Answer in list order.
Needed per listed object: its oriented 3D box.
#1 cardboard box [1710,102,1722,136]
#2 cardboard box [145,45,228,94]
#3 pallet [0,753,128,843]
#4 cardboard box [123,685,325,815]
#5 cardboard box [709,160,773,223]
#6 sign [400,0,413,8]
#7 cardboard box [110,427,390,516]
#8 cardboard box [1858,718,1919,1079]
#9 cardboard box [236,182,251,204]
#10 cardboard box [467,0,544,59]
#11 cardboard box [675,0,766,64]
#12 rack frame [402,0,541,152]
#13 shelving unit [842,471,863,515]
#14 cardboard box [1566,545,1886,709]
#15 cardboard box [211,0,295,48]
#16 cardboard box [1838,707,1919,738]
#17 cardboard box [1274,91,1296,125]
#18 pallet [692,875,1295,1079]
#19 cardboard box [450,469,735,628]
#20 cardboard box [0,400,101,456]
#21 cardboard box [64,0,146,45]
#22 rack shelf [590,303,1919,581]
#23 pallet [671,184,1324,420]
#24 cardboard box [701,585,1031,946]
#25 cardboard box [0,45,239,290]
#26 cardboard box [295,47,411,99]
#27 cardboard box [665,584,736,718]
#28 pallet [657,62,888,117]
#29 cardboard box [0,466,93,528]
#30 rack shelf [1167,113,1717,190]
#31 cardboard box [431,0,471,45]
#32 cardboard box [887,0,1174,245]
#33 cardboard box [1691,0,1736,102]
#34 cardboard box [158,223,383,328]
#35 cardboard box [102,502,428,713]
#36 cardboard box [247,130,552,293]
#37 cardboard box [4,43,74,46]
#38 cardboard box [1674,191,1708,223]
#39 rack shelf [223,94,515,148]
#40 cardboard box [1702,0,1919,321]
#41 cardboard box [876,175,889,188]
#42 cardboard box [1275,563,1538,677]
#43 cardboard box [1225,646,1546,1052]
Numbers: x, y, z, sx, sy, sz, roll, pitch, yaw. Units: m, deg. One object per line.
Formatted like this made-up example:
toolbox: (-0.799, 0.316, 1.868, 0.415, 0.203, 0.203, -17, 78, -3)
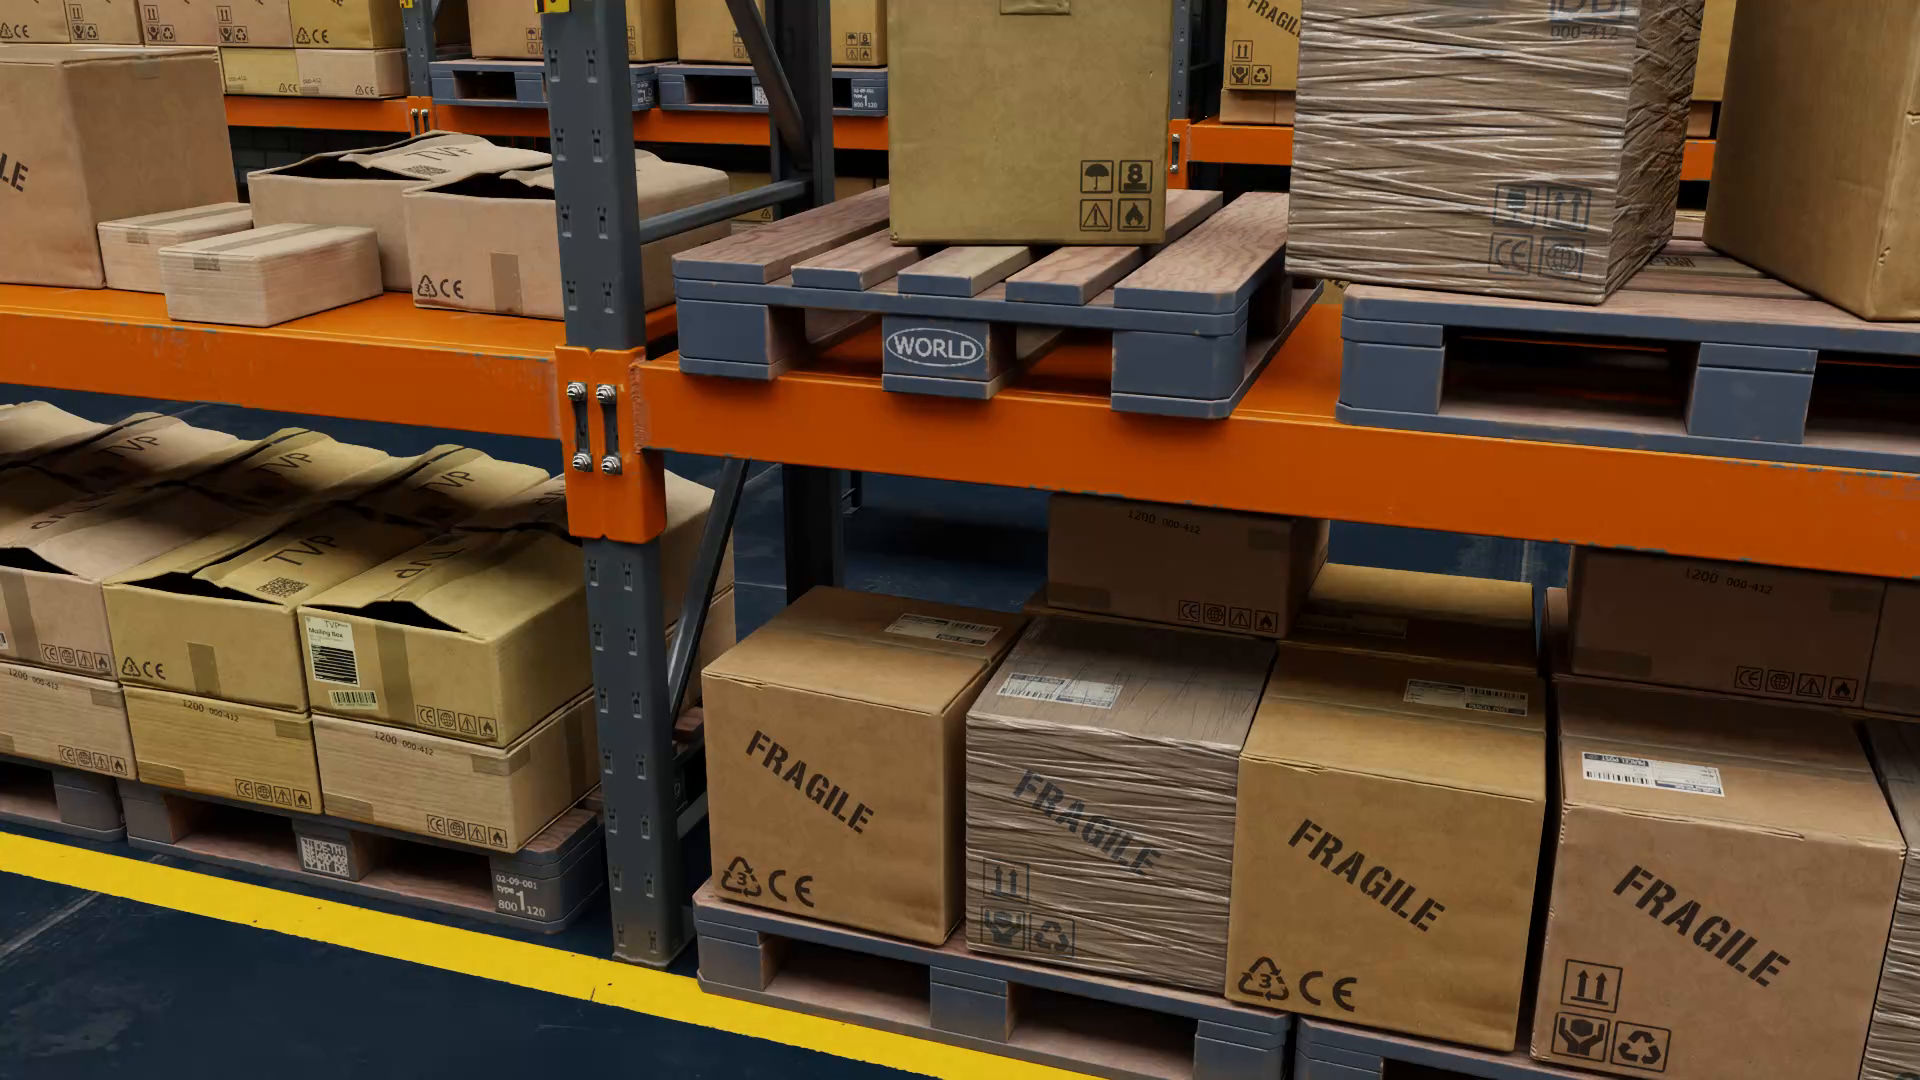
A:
cardboard box: (3.292, -1.772, 6.955, 0.250, 0.149, 0.380, 6, 20, 17)
cardboard box: (-4.162, -2.648, 9.313, 0.500, 0.250, 0.500, 6, 20, 18)
pallet: (-2.425, 0.410, 4.580, 1.213, 0.211, 1.003, 7, 20, 18)
cardboard box: (-1.576, 0.391, 3.937, 0.500, 0.250, 0.500, 6, 20, 17)
cardboard box: (-1.057, -1.852, 8.822, 0.500, 0.250, 0.500, 6, 20, 16)
sign: (-2.838, -2.886, 8.482, 0.005, 0.325, 0.100, 7, 20, 18)
cardboard box: (-1.889, -0.096, 4.483, 0.500, 0.311, 0.500, 6, 20, 17)
cardboard box: (1.769, 0.656, 2.765, 0.500, 0.500, 0.500, 7, 20, 19)
cardboard box: (-4.607, -1.847, 9.946, 0.500, 0.500, 0.700, 5, 20, 15)
cardboard box: (-2.198, -2.836, 8.834, 0.500, 0.500, 0.700, 7, 20, 18)
cardboard box: (-1.040, -2.712, 8.478, 0.500, 0.500, 0.700, 10, 21, 26)
rack frame: (-2.667, -2.646, 9.111, 0.127, 3.000, 1.000, 7, 20, 18)
shelving unit: (0.006, -0.530, 5.889, 1.048, 1.125, 0.538, 7, 20, 18)
cardboard box: (1.472, 0.087, 3.260, 0.500, 0.250, 0.500, 6, 20, 17)
cardboard box: (-3.689, -2.946, 9.029, 0.500, 0.500, 0.500, 6, 20, 18)
cardboard box: (1.913, 0.492, 3.236, 0.500, 0.500, 0.500, 7, 20, 19)
cardboard box: (1.581, -1.968, 7.515, 0.250, 0.149, 0.380, 7, 20, 19)
pallet: (0.182, 0.735, 3.646, 1.213, 0.211, 1.003, 7, 20, 18)
cardboard box: (-0.909, 0.014, 4.167, 0.500, 0.311, 0.500, 7, 20, 20)
cardboard box: (-2.849, -0.207, 4.800, 0.500, 0.311, 0.500, 6, 20, 18)
cardboard box: (-4.653, -3.060, 9.356, 0.500, 0.500, 0.500, 7, 20, 20)
rack shelf: (1.378, -0.118, 2.951, 4.000, 0.370, 1.077, 7, 20, 18)
pallet: (0.152, -0.532, 3.336, 1.003, 0.211, 1.213, 7, 20, 18)
cardboard box: (-0.175, 0.437, 3.395, 0.500, 0.500, 0.500, 7, 21, 20)
cardboard box: (-2.101, -0.897, 3.941, 0.500, 0.500, 0.500, 5, 20, 15)
cardboard box: (-3.214, -2.542, 9.009, 0.500, 0.250, 0.500, 7, 20, 18)
cardboard box: (-0.909, 0.278, 4.260, 0.500, 0.250, 0.500, 6, 20, 18)
pallet: (-0.772, -2.325, 8.480, 1.213, 0.211, 1.003, 7, 20, 18)
cardboard box: (-2.528, 0.017, 4.157, 0.500, 0.311, 0.500, 7, 20, 20)
rack shelf: (3.000, -1.659, 7.370, 4.000, 0.370, 1.077, 7, 20, 18)
cardboard box: (-3.043, -3.055, 9.341, 0.500, 0.500, 0.500, 6, 20, 17)
cardboard box: (0.121, -0.886, 3.272, 0.500, 0.500, 0.700, 0, 19, 0)
cardboard box: (2.940, -2.112, 6.944, 0.500, 0.500, 0.500, 7, 20, 20)
cardboard box: (-1.451, -0.566, 3.526, 0.250, 0.149, 0.380, 7, 20, 18)
cardboard box: (-1.580, 0.127, 3.841, 0.500, 0.311, 0.500, 6, 20, 17)
cardboard box: (-1.292, -0.788, 3.917, 0.500, 0.311, 0.500, 6, 20, 17)
cardboard box: (-5.115, -2.757, 9.626, 0.500, 0.250, 0.500, 6, 20, 17)
cardboard box: (3.392, -1.090, 7.275, 0.750, 0.750, 0.750, 7, 20, 20)
rack shelf: (-4.557, -2.523, 9.849, 4.000, 0.370, 1.077, 7, 20, 18)
cardboard box: (1.578, -0.659, 2.619, 0.500, 0.500, 0.700, 1, 19, 4)
cardboard box: (-0.104, -1.738, 8.496, 0.500, 0.250, 0.500, 7, 20, 19)
cardboard box: (0.938, 0.383, 3.550, 0.500, 0.500, 0.500, 6, 20, 16)
cardboard box: (0.794, 0.547, 3.078, 0.500, 0.500, 0.500, 6, 20, 17)
